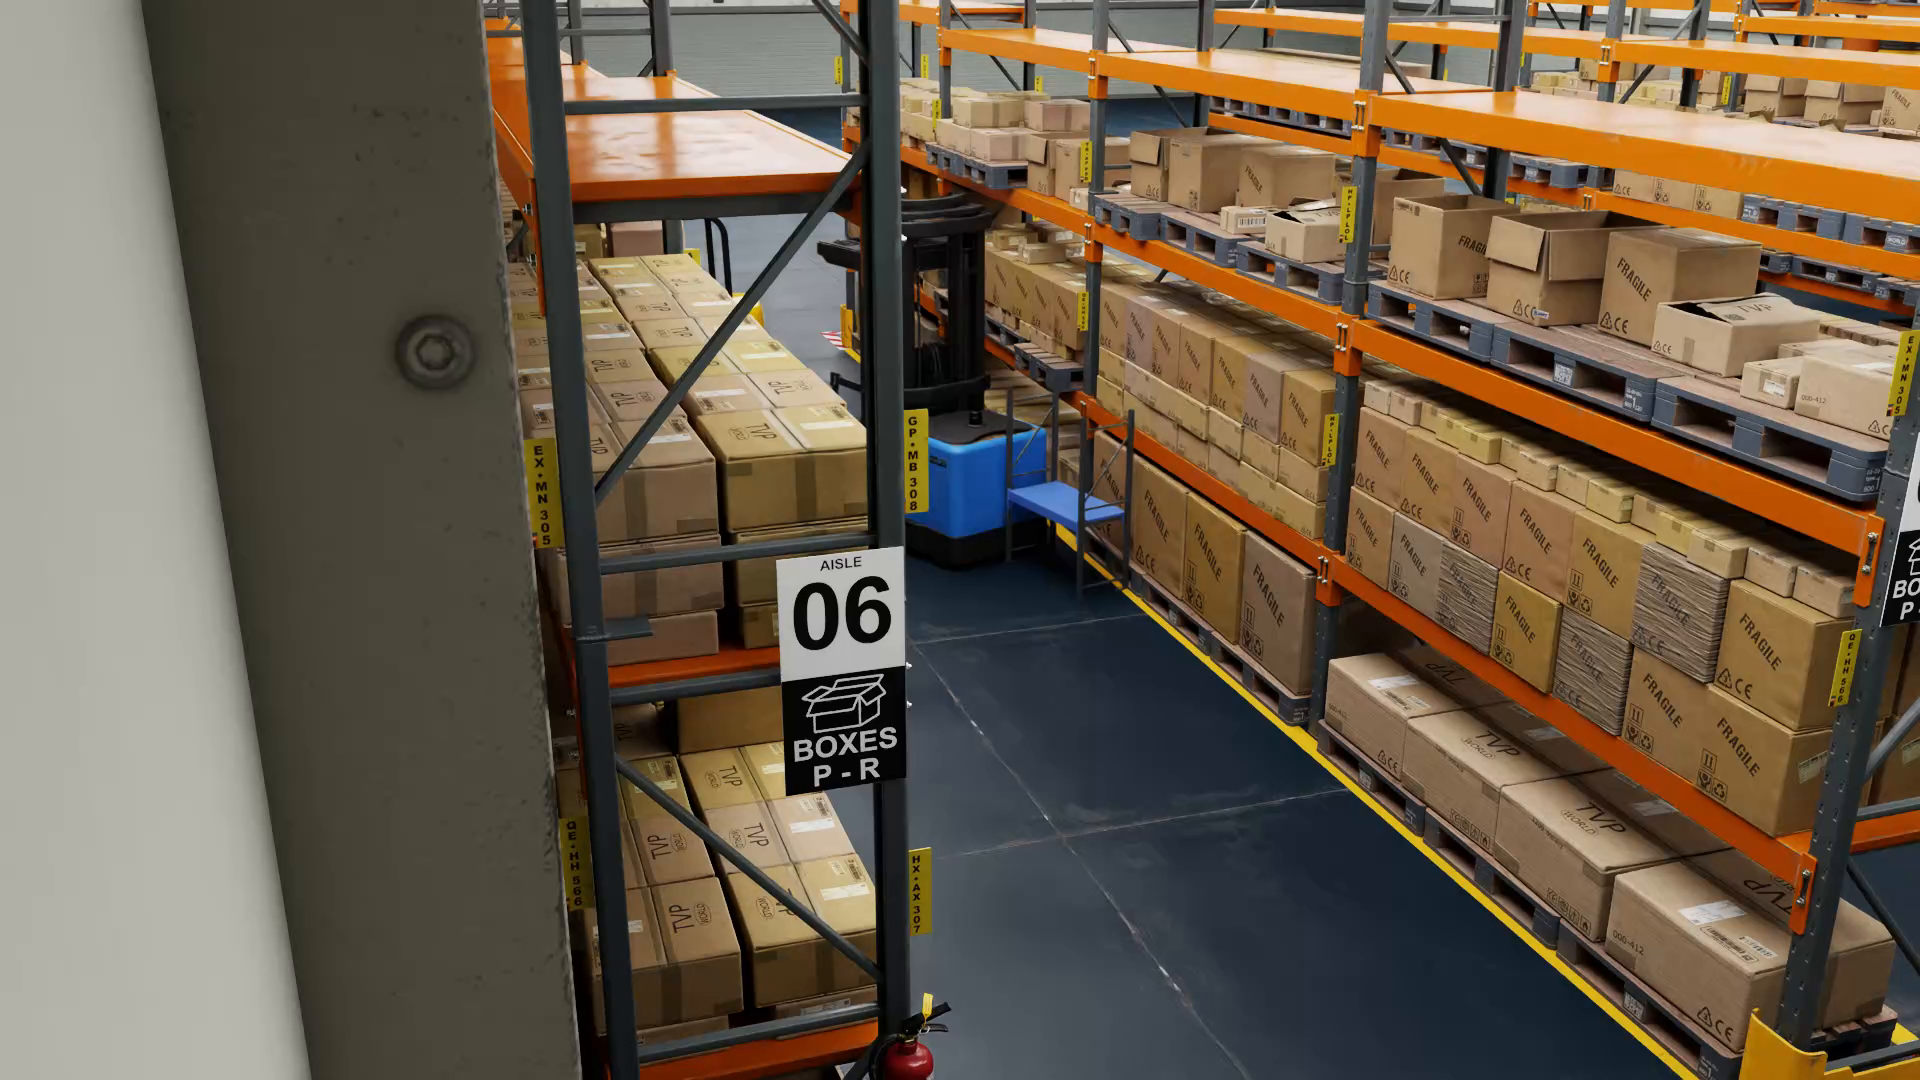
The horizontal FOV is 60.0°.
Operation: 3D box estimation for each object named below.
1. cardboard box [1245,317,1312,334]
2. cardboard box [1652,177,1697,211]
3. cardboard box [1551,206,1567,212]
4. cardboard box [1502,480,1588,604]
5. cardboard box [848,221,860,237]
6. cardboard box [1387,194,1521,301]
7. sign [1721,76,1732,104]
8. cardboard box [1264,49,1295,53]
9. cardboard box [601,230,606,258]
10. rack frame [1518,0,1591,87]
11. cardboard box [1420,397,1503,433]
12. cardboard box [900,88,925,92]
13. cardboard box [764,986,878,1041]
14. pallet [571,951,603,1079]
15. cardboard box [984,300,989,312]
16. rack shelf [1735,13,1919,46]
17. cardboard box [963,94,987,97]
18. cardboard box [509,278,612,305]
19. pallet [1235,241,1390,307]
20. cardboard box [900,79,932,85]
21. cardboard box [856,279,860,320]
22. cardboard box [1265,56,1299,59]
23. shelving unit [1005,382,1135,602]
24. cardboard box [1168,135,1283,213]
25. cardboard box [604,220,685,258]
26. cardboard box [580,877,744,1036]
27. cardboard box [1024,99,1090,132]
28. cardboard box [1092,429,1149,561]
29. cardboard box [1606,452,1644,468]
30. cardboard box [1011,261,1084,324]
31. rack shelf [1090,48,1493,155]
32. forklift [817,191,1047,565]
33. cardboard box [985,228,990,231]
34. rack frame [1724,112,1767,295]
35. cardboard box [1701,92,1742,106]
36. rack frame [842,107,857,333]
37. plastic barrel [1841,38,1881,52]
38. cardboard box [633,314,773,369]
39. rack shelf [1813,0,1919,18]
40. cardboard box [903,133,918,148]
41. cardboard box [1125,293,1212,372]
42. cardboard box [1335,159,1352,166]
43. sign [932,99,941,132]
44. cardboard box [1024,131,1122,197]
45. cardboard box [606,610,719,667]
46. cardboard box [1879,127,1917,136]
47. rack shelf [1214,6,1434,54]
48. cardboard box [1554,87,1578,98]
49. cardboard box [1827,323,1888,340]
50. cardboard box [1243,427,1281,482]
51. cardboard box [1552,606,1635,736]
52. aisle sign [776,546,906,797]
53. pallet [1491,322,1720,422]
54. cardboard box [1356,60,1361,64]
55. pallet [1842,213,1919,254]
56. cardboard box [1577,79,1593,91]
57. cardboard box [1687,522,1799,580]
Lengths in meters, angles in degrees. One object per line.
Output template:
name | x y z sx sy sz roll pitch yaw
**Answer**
cardboard box | 2.419 -1.345 12.236 0.500 0.500 0.500 -7 21 -18
cardboard box | 6.296 -3.098 14.159 0.500 0.500 0.500 -6 21 -17
cardboard box | 8.517 -4.595 23.284 0.380 0.149 0.250 -6 21 -17
cardboard box | 3.174 -0.017 8.540 0.500 0.500 0.500 -7 21 -18
cardboard box | -1.091 -4.025 20.737 0.500 0.500 0.500 -7 21 -18
cardboard box | 2.780 -1.661 9.389 0.500 0.500 0.500 -6 21 -16
sign | 9.175 -5.384 19.906 0.100 0.325 0.005 -6 21 -17
cardboard box | 4.195 -6.339 21.753 0.380 0.149 0.250 -6 21 -17
cardboard box | -1.891 -1.704 9.589 0.380 0.149 0.250 -7 21 -18
rack frame | 8.431 -7.896 23.227 1.000 3.000 0.127 -6 21 -17
cardboard box | 2.864 -0.704 9.494 0.380 0.149 0.250 -7 21 -18
cardboard box | -0.610 -5.061 18.964 0.380 0.149 0.250 -6 21 -16
cardboard box | -0.502 1.627 5.960 0.380 0.149 0.250 -7 21 -18
pallet | -1.314 2.285 7.882 1.003 0.211 1.213 -6 21 -17
cardboard box | 0.427 -2.353 16.422 0.380 0.149 0.250 -6 21 -16
rack shelf | 10.317 -5.443 18.056 1.077 0.370 4.000 -6 21 -17
cardboard box | 0.250 -4.793 18.219 0.380 0.149 0.250 -7 21 -18
cardboard box | -1.853 -1.003 7.515 0.500 0.250 0.500 -7 21 -19
pallet | 2.460 -1.779 10.918 0.805 0.209 1.217 -7 21 -19
cardboard box | -0.546 -5.524 20.254 0.380 0.149 0.250 -6 21 -16
cardboard box | -0.978 -2.980 20.753 0.500 0.500 0.500 -7 21 -19
cardboard box | 3.972 -5.860 20.420 0.380 0.149 0.250 -6 21 -16
shelving unit | 0.871 -0.412 13.484 0.538 1.500 1.048 -12 23 -30
cardboard box | 2.029 -2.811 12.739 0.700 0.500 0.500 -7 21 -20
cardboard box | -1.680 -1.647 8.816 0.396 0.266 0.258 -7 21 -18
cardboard box | -1.056 1.455 5.851 0.500 0.250 0.500 -6 21 -16
cardboard box | 0.925 -4.012 15.713 0.500 0.250 0.500 -6 21 -16
cardboard box | 1.676 -0.419 13.809 0.875 0.875 0.875 -7 21 -18
cardboard box | 3.627 -0.432 8.736 0.380 0.149 0.250 -6 21 -17
cardboard box | 0.798 -2.280 15.257 0.500 0.500 0.500 -8 21 -21
rack shelf | 2.166 -3.107 11.550 1.077 0.370 4.000 -6 21 -17
forklift | -0.543 -1.603 14.684 1.130 2.935 3.031 -14 24 -35
cardboard box | 0.092 -3.237 16.963 0.380 0.149 0.250 -6 21 -17
rack frame | 9.688 -3.789 20.667 1.000 3.000 0.127 -6 21 -17
cardboard box | 9.312 -5.391 20.323 0.380 0.149 0.250 -6 21 -16
rack frame | -0.977 -4.019 21.310 1.000 3.000 0.127 -6 21 -17
plastic barrel | 13.406 -7.268 24.659 0.600 0.830 0.708 -6 21 -17
cardboard box | -1.043 -0.729 6.754 0.500 0.250 0.500 -6 21 -16
rack shelf | 13.761 -7.253 23.094 1.077 0.370 4.000 -6 21 -17
cardboard box | -0.418 -4.430 18.387 0.380 0.149 0.250 -6 21 -16
cardboard box | 1.625 -1.627 13.023 0.500 0.500 0.500 -6 21 -17
cardboard box | 4.542 -4.347 20.402 0.875 0.550 0.550 -6 21 -17
sign | -0.233 -4.331 16.974 0.100 0.325 0.005 -6 21 -17
cardboard box | 1.031 -3.399 14.992 0.797 0.503 0.637 -6 21 -17
cardboard box | -0.979 0.272 5.296 0.380 0.149 0.250 -6 21 -16
cardboard box | 10.239 -4.292 17.853 0.500 0.250 0.500 -6 21 -16
rack shelf | 4.319 -6.233 20.252 1.077 0.370 4.000 -6 21 -17
cardboard box | 8.505 -6.066 22.793 0.500 0.250 0.500 -7 21 -18
cardboard box | 7.368 -1.676 13.657 0.380 0.149 0.250 -6 21 -15
cardboard box | 2.261 -0.608 11.296 0.500 0.250 0.500 -6 21 -16
cardboard box | 3.335 0.615 8.260 0.500 0.500 0.500 -6 21 -16
aisle sign | -0.359 0.411 5.130 0.394 0.787 0.004 -6 21 -17
pallet | 3.422 -0.884 8.274 1.003 0.211 1.213 -6 21 -17
cardboard box | 4.915 -5.605 19.710 0.380 0.149 0.250 -7 21 -18
pallet | 7.369 -2.260 12.251 1.213 0.211 1.003 -6 21 -17
cardboard box | 8.574 -6.153 22.445 0.380 0.149 0.250 -6 21 -17
cardboard box | 3.485 0.046 7.406 0.380 0.149 0.250 -7 21 -18
